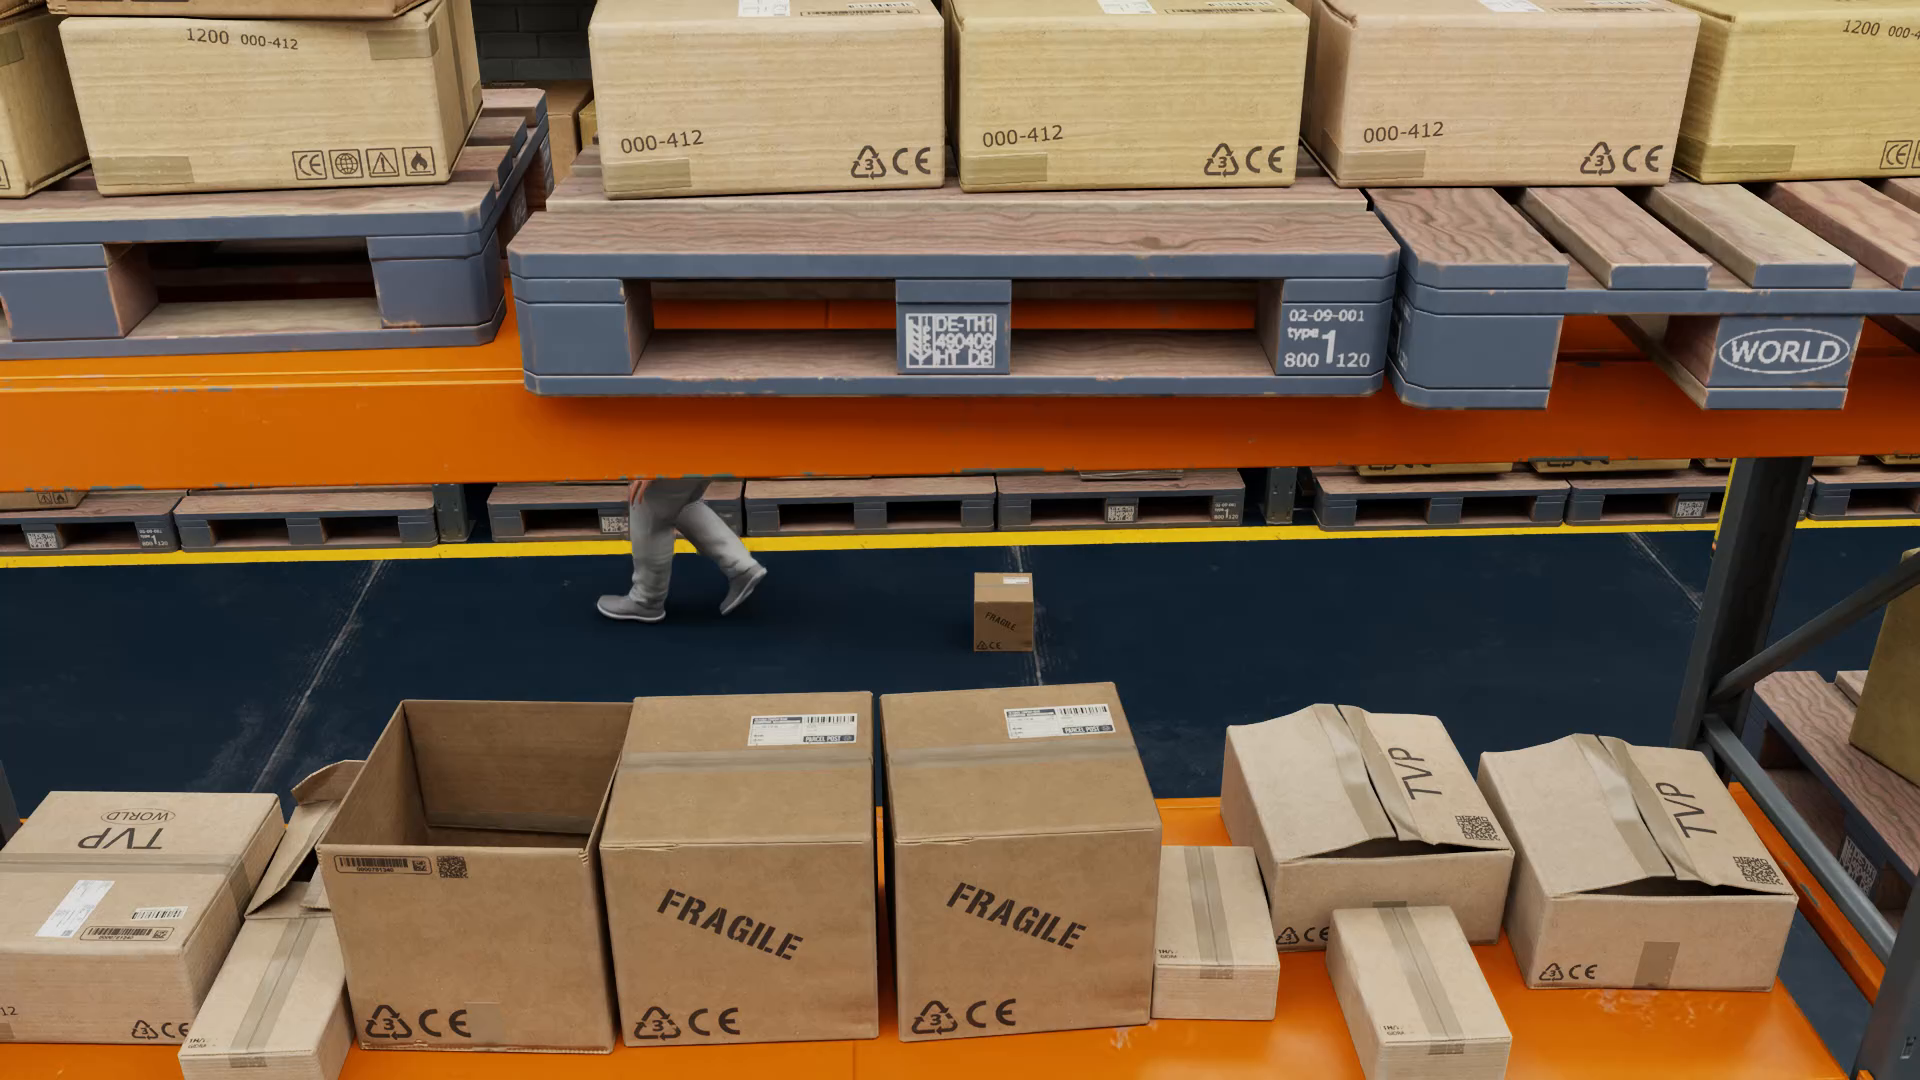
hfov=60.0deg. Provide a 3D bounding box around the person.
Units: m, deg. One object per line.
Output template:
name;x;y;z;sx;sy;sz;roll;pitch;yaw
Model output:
person;-1.233;-0.423;6.964;0.758;1.736;0.571;9;29;16
